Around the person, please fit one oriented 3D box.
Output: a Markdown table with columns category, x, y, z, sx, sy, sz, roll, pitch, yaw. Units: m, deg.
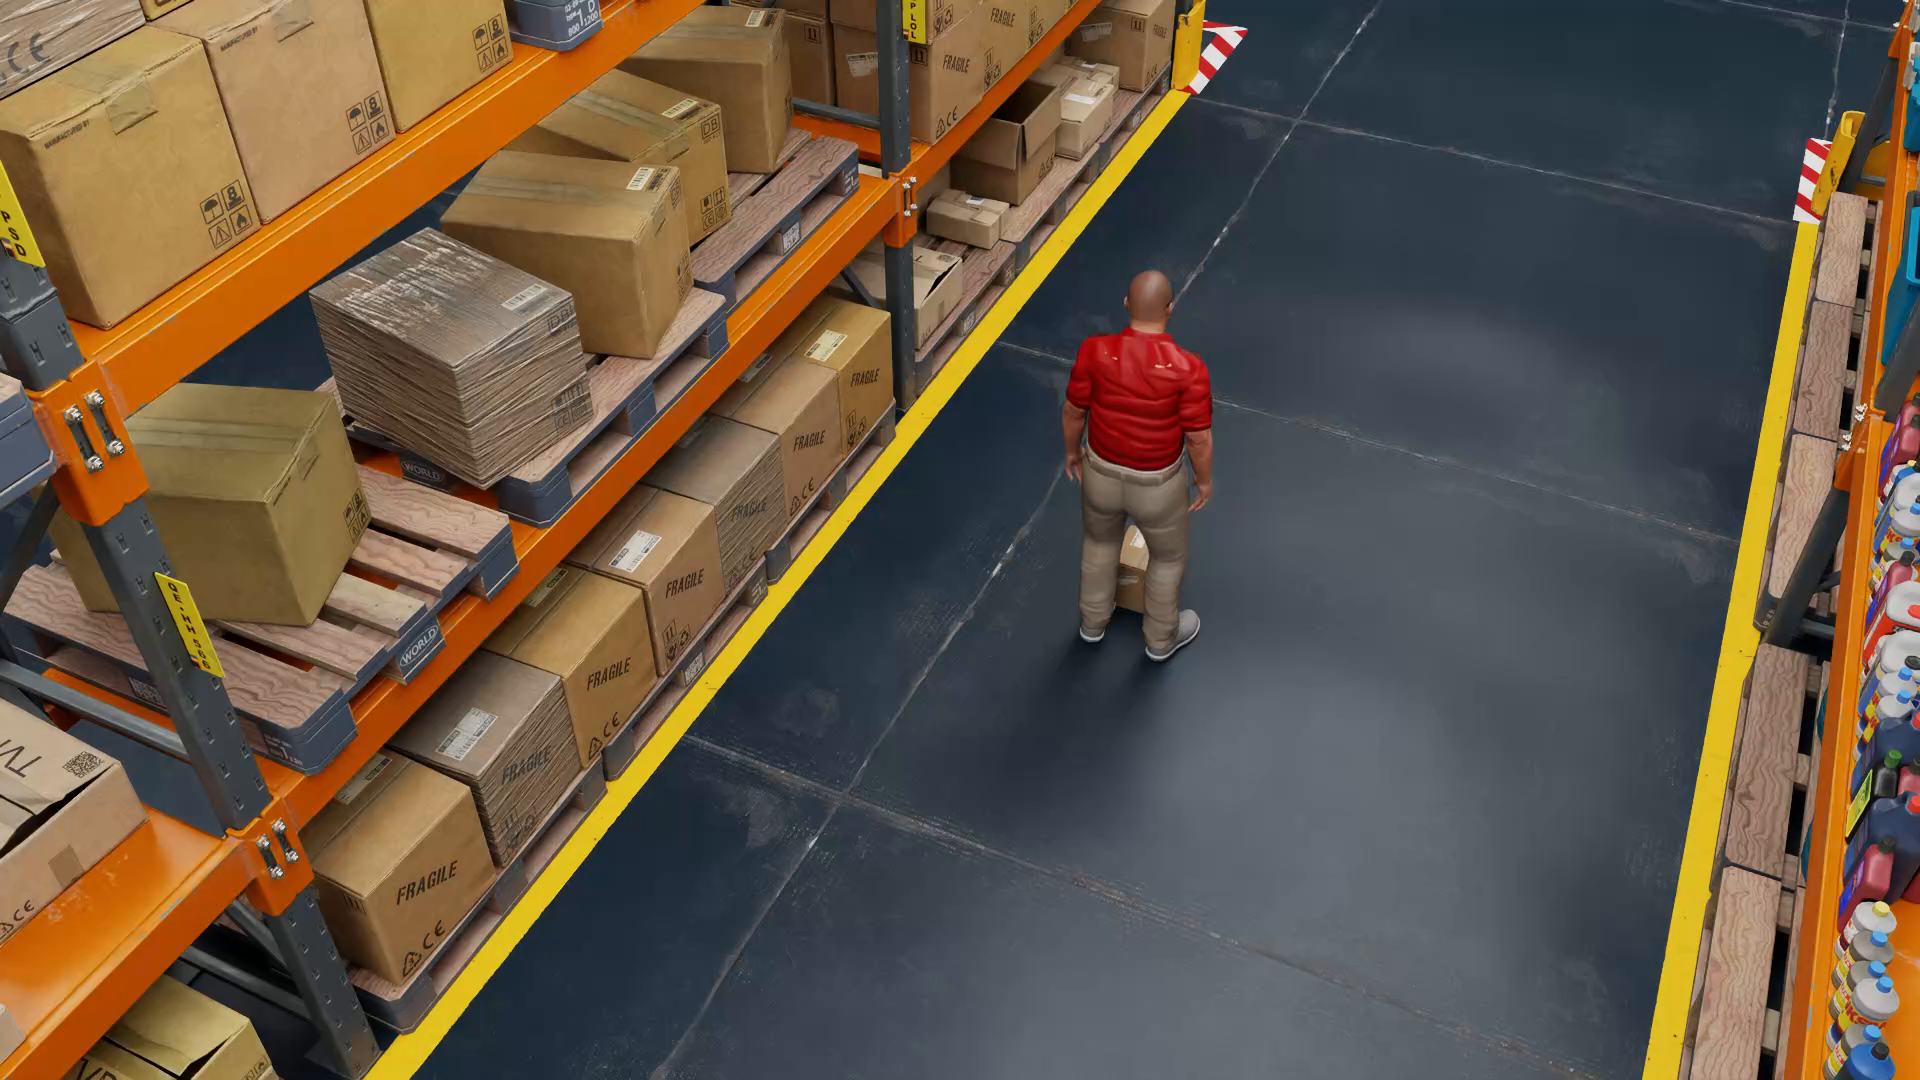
| category | x | y | z | sx | sy | sz | roll | pitch | yaw |
| --- | --- | --- | --- | --- | --- | --- | --- | --- | --- |
| person | 0.687 | -0.263 | 6.464 | 0.603 | 1.728 | 0.384 | 15 | 44 | 17 |
